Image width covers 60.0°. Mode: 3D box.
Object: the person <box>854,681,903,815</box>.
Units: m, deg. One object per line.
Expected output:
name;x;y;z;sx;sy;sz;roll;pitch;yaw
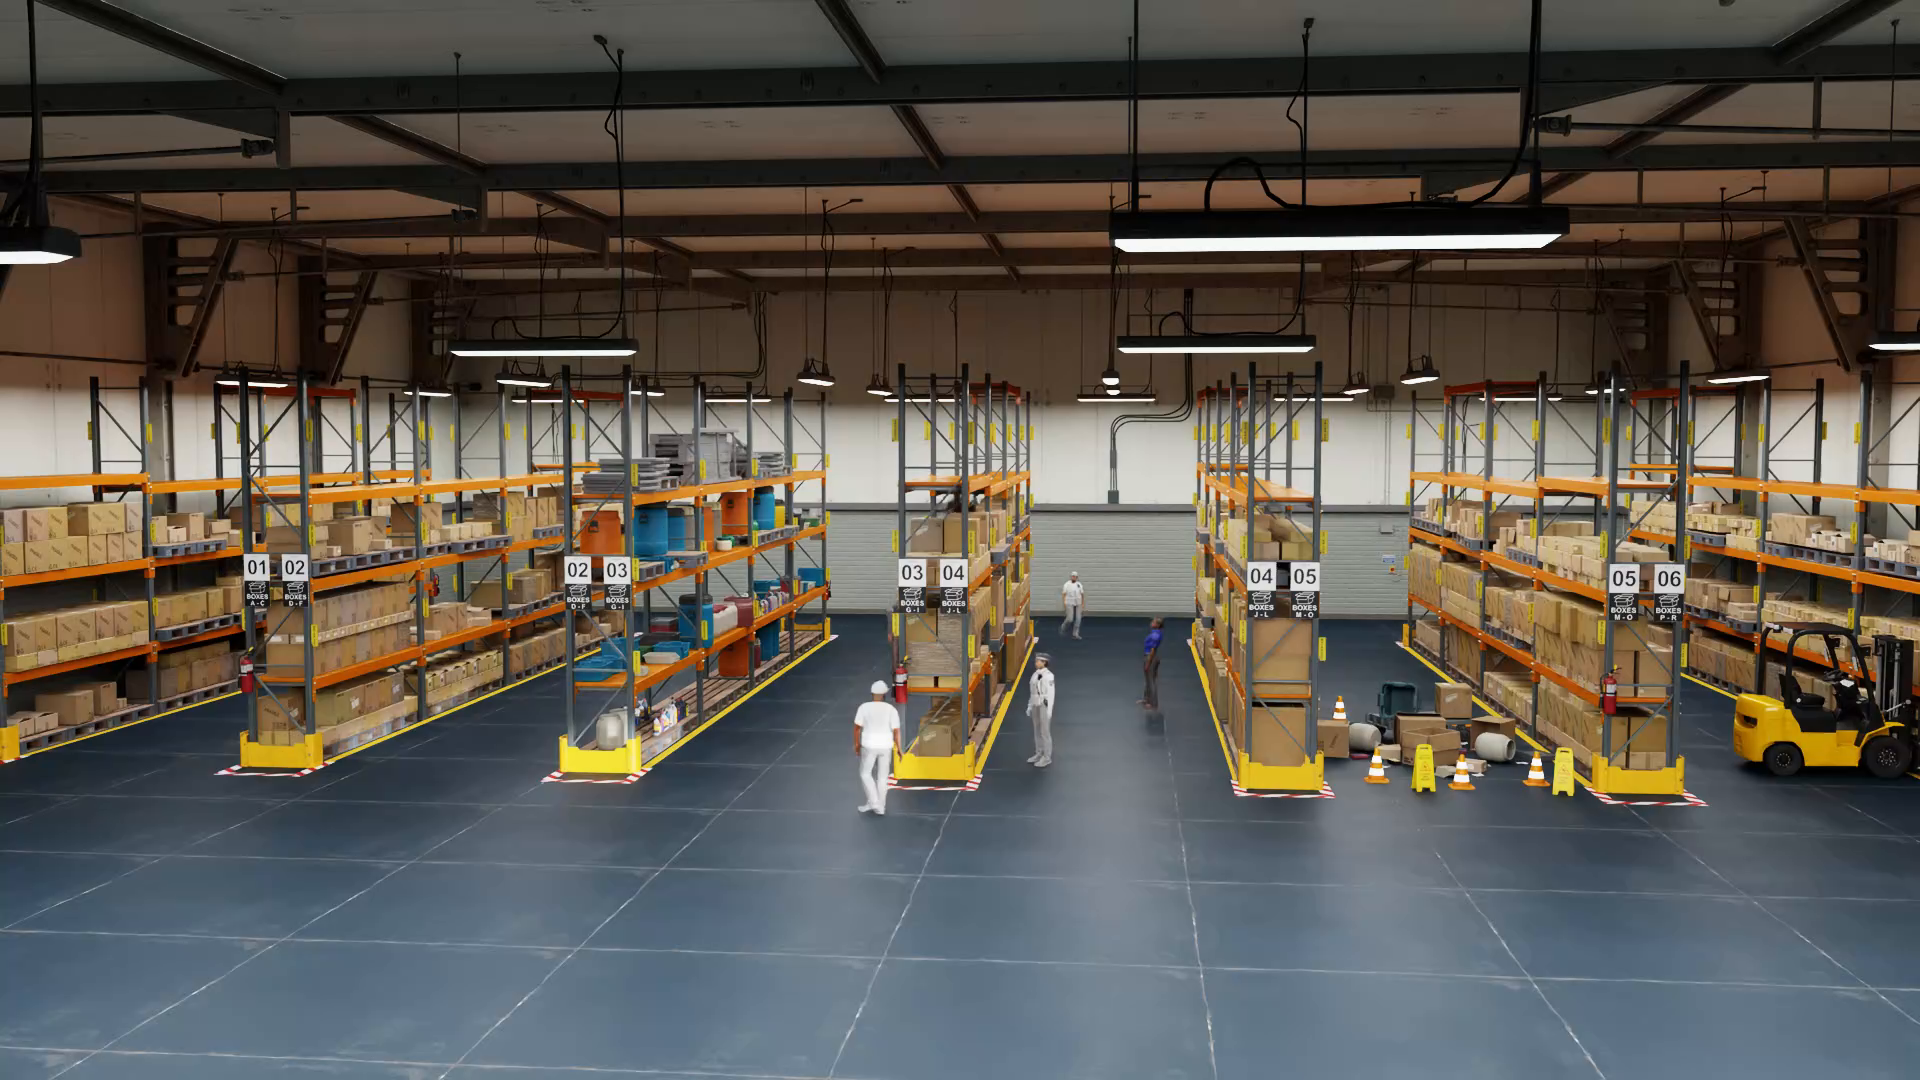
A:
person;-1.064;2.717;21.759;0.628;1.772;0.477;0;4;-7

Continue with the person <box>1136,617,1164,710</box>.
person;3.329;2.171;29.515;0.564;1.633;0.535;2;4;26

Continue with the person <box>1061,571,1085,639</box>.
person;2.733;1.578;40.287;0.505;1.647;0.515;-2;4;-28

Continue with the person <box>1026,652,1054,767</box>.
person;1.210;2.545;25.199;0.368;1.703;0.515;-2;4;-29

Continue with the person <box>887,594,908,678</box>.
person;-1.158;1.892;33.150;0.624;1.664;1.042;0;4;3
